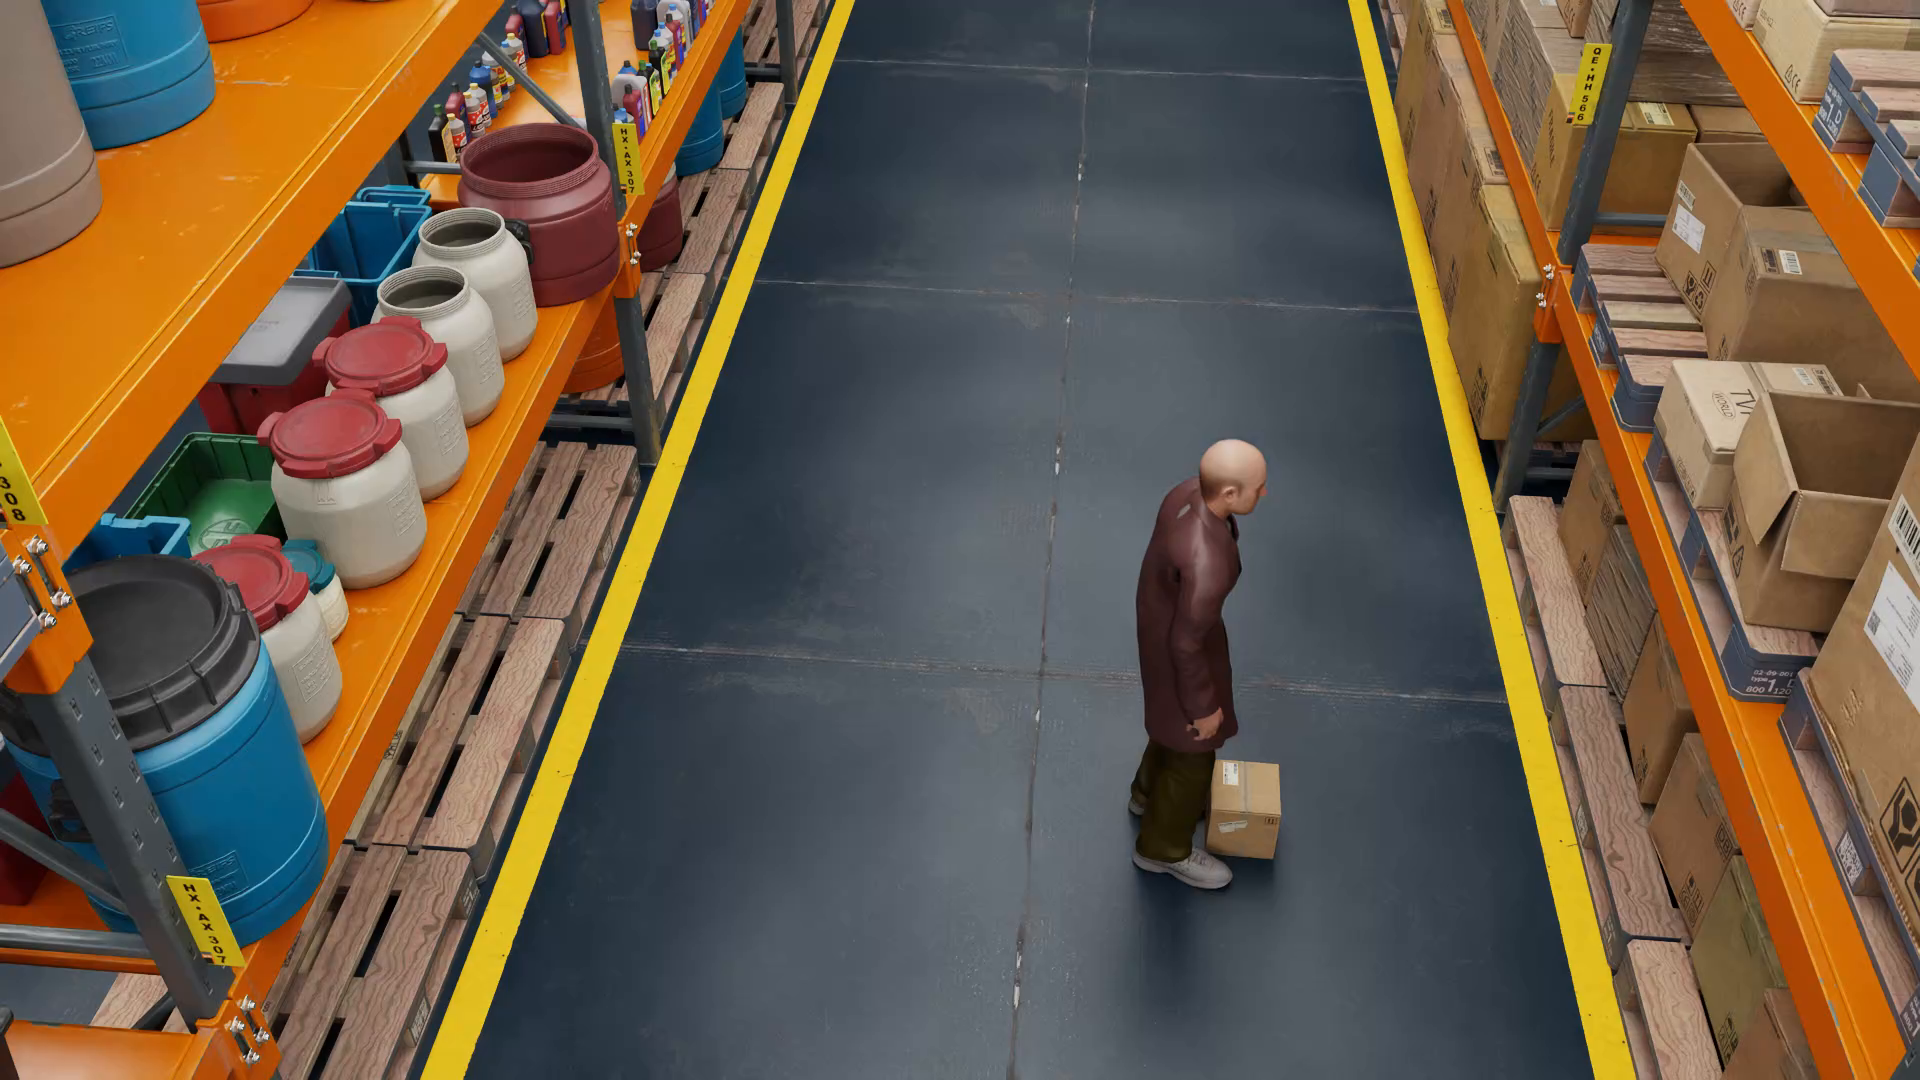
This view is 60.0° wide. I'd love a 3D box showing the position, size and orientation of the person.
[{"bbox_3d":[0.799,0.400,5.683,0.420,1.774,0.643,3,40,4],"label":"person"}]
